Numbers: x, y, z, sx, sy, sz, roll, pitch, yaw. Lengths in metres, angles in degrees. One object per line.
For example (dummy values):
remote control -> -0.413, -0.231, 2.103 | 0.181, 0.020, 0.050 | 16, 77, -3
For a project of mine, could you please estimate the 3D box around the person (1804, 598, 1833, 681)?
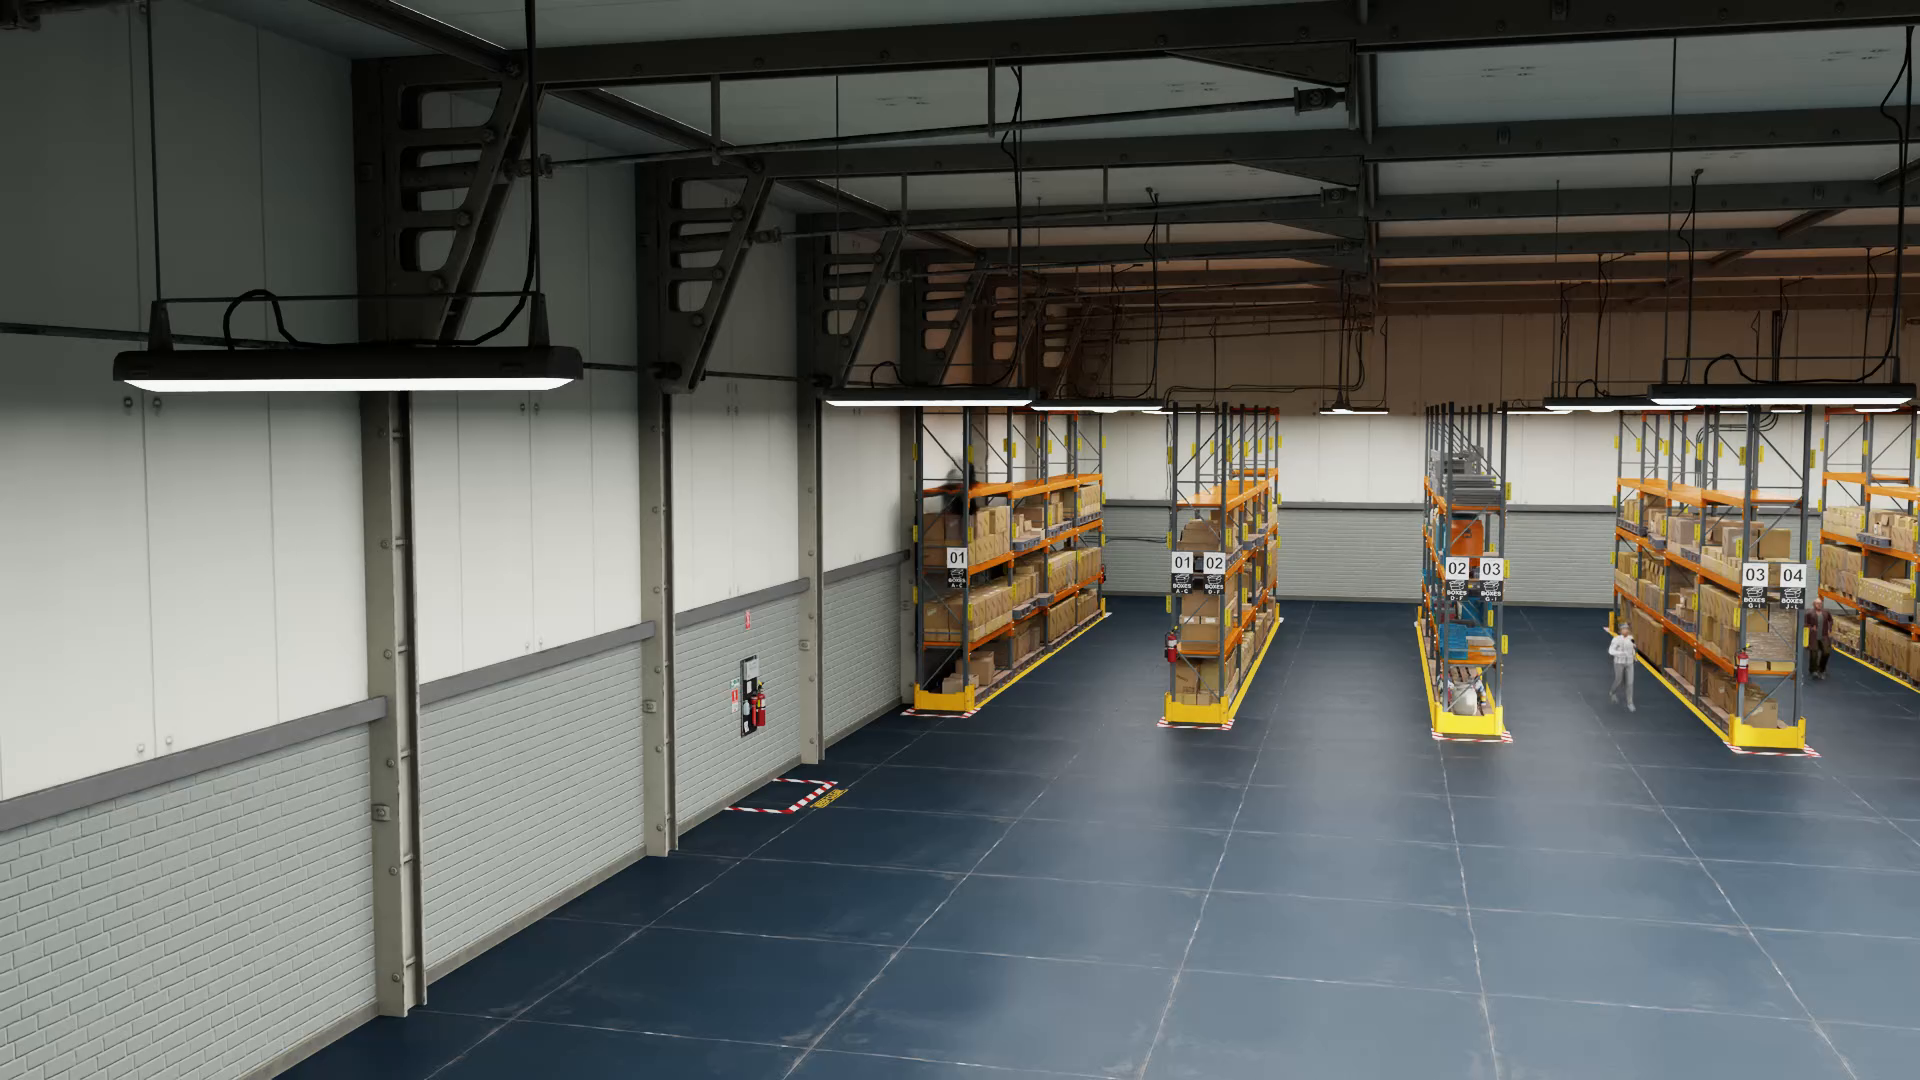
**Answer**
person -> 18.713, 2.153, 36.258 | 0.677, 1.759, 0.774 | 1, 4, 14

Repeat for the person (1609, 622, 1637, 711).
person -> 13.029, 2.433, 32.657 | 0.612, 1.682, 0.877 | 0, 4, 1
